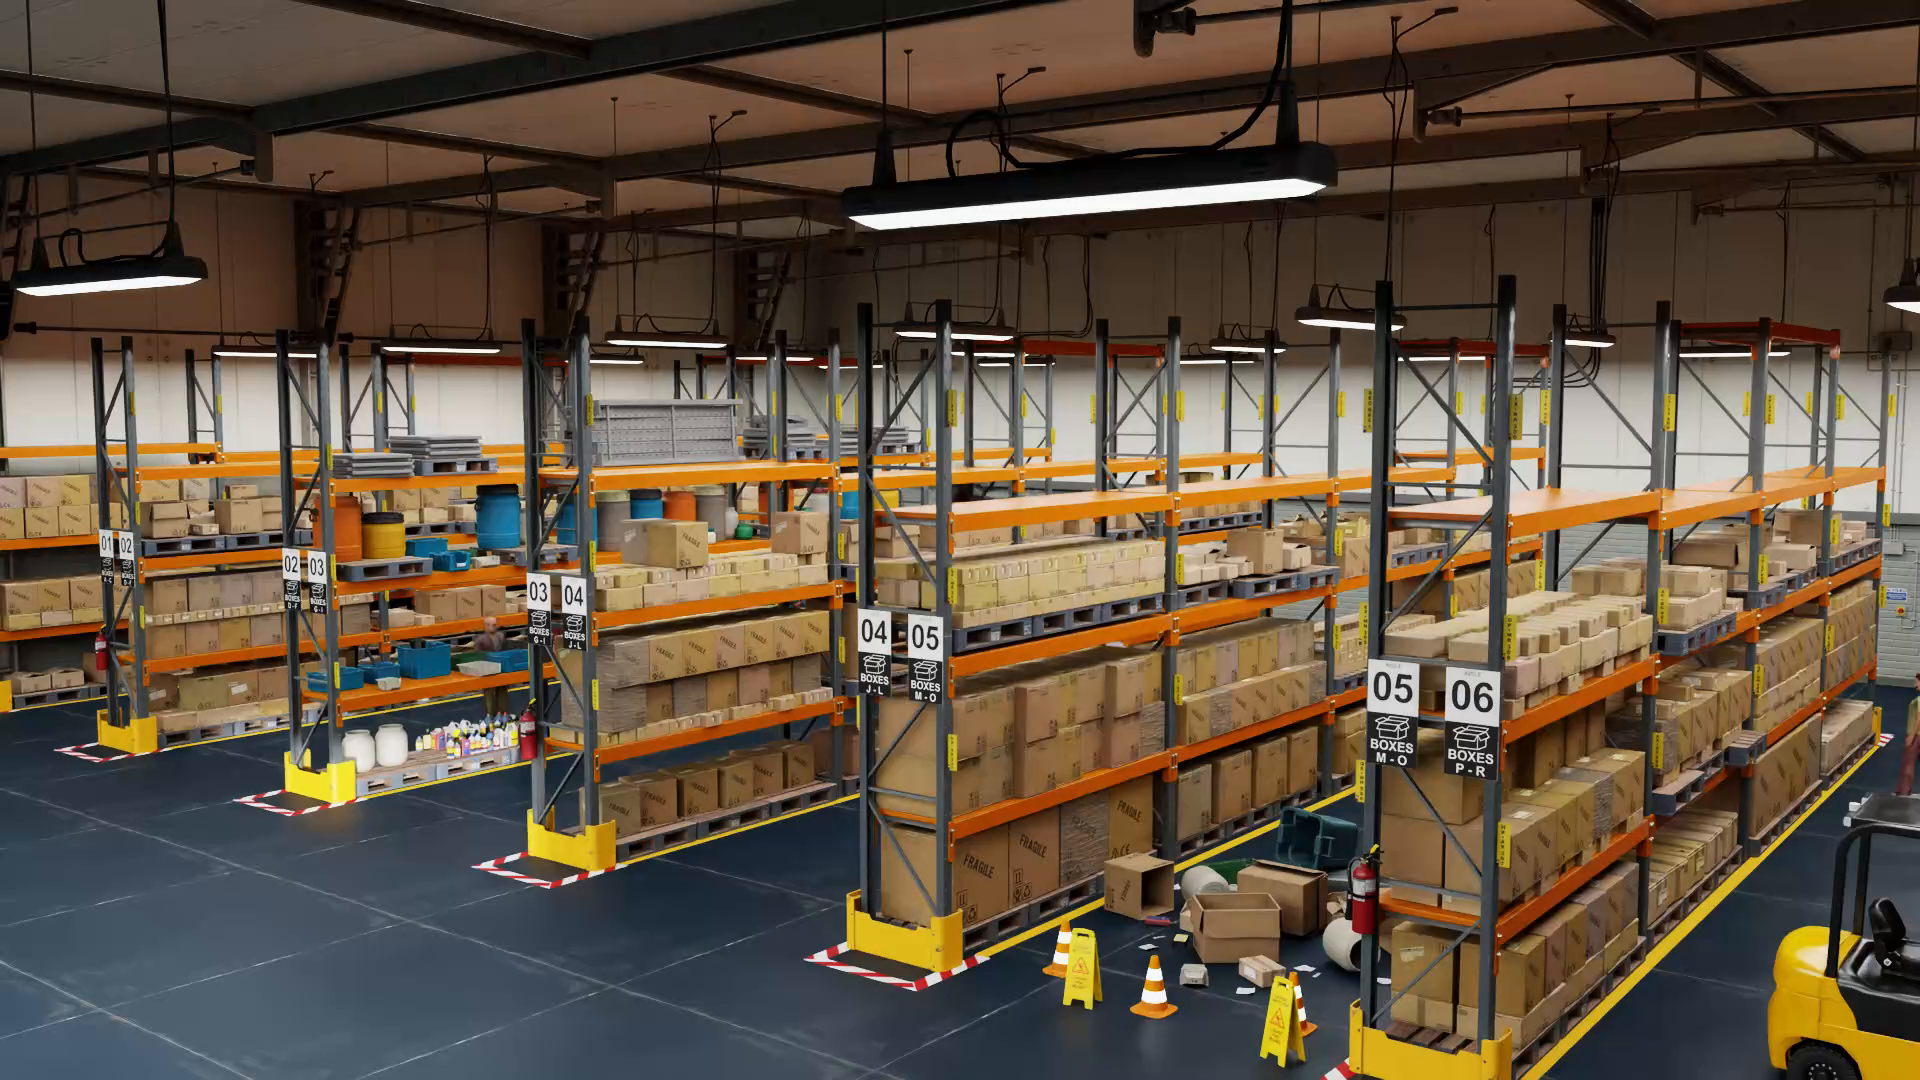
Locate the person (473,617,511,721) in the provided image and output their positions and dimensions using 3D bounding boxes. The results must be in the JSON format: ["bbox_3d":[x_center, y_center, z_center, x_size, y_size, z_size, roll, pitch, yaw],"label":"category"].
[{"bbox_3d":[-7.131,2.063,25.409,0.602,1.793,0.398,-4,6,-37],"label":"person"}]

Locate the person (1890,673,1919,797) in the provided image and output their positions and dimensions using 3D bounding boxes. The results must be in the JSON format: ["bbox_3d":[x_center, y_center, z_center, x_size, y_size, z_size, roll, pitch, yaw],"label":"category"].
[{"bbox_3d":[12.158,2.500,21.134,0.540,1.686,0.449,-2,5,-25],"label":"person"}]

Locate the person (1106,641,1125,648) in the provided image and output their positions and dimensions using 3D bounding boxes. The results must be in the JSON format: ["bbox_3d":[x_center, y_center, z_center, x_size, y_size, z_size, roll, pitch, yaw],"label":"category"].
[{"bbox_3d":[2.166,1.993,24.182,0.580,1.571,0.955,4,7,42],"label":"person"}]
